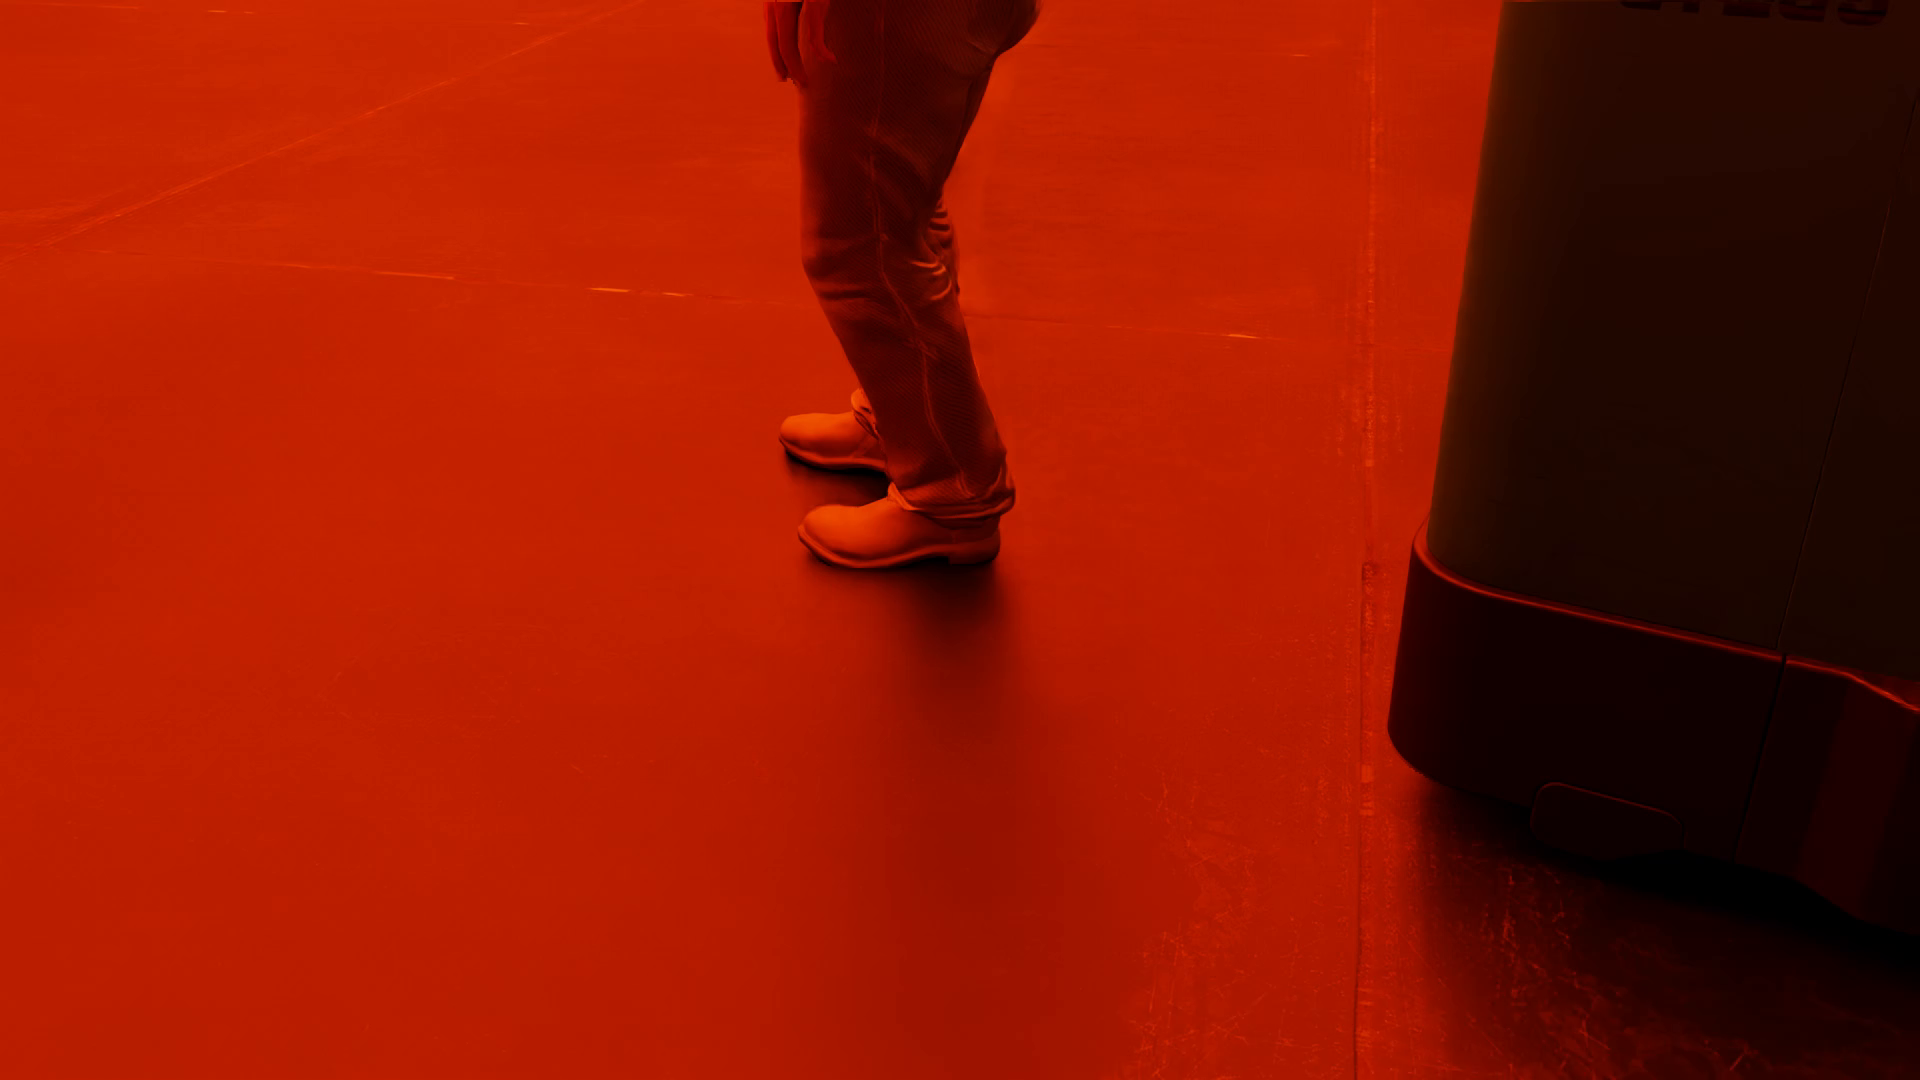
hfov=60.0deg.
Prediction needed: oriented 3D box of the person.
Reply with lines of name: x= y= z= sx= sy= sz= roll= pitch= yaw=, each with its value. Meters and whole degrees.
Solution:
person: x=-0.101 y=-0.786 z=2.115 sx=0.567 sy=1.765 sz=0.650 roll=7 pitch=28 yaw=14

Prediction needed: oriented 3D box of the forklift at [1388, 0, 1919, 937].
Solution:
forklift: x=2.032 y=-0.881 z=0.992 sx=3.031 sy=2.935 sz=1.130 roll=14 pitch=30 yaw=25
